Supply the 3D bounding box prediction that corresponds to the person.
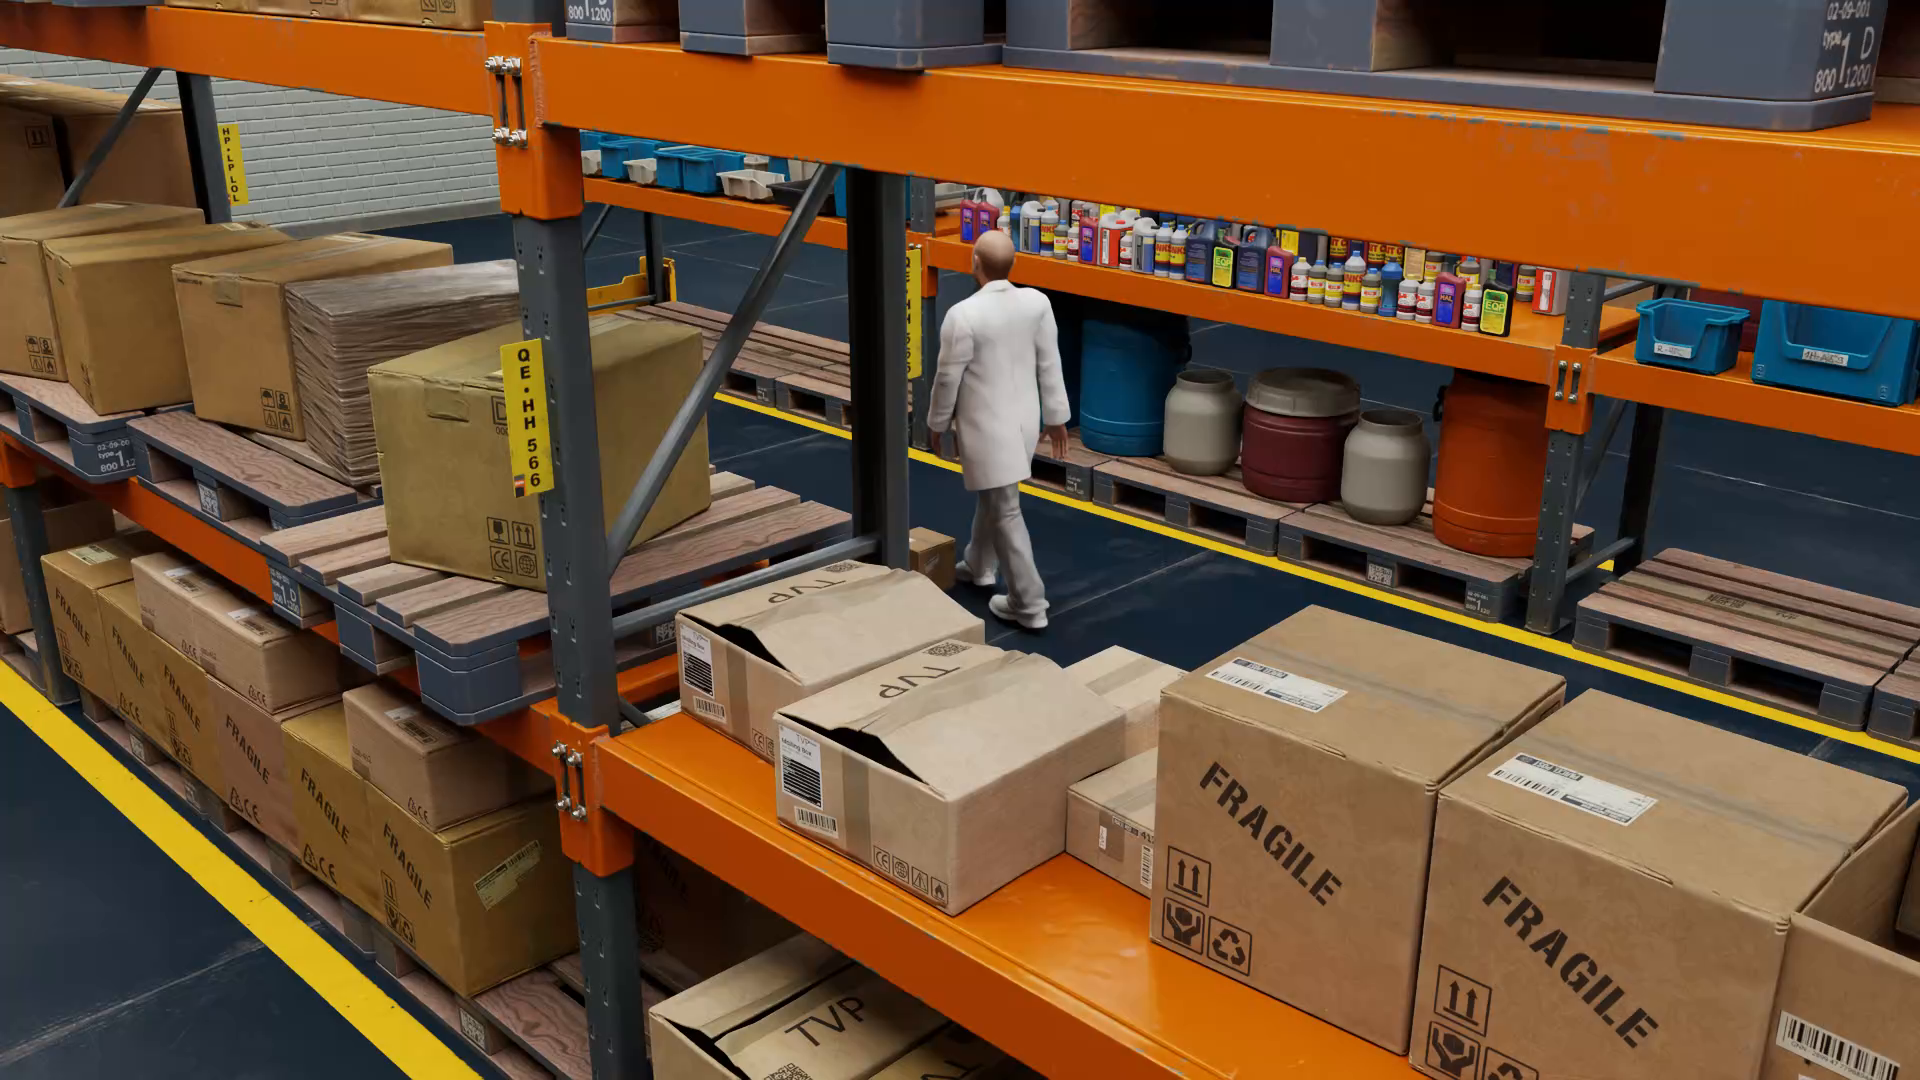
[{"bbox_3d":[0.106,-0.519,7.461,0.610,1.767,0.843,-16,25,-36],"label":"person"}]
